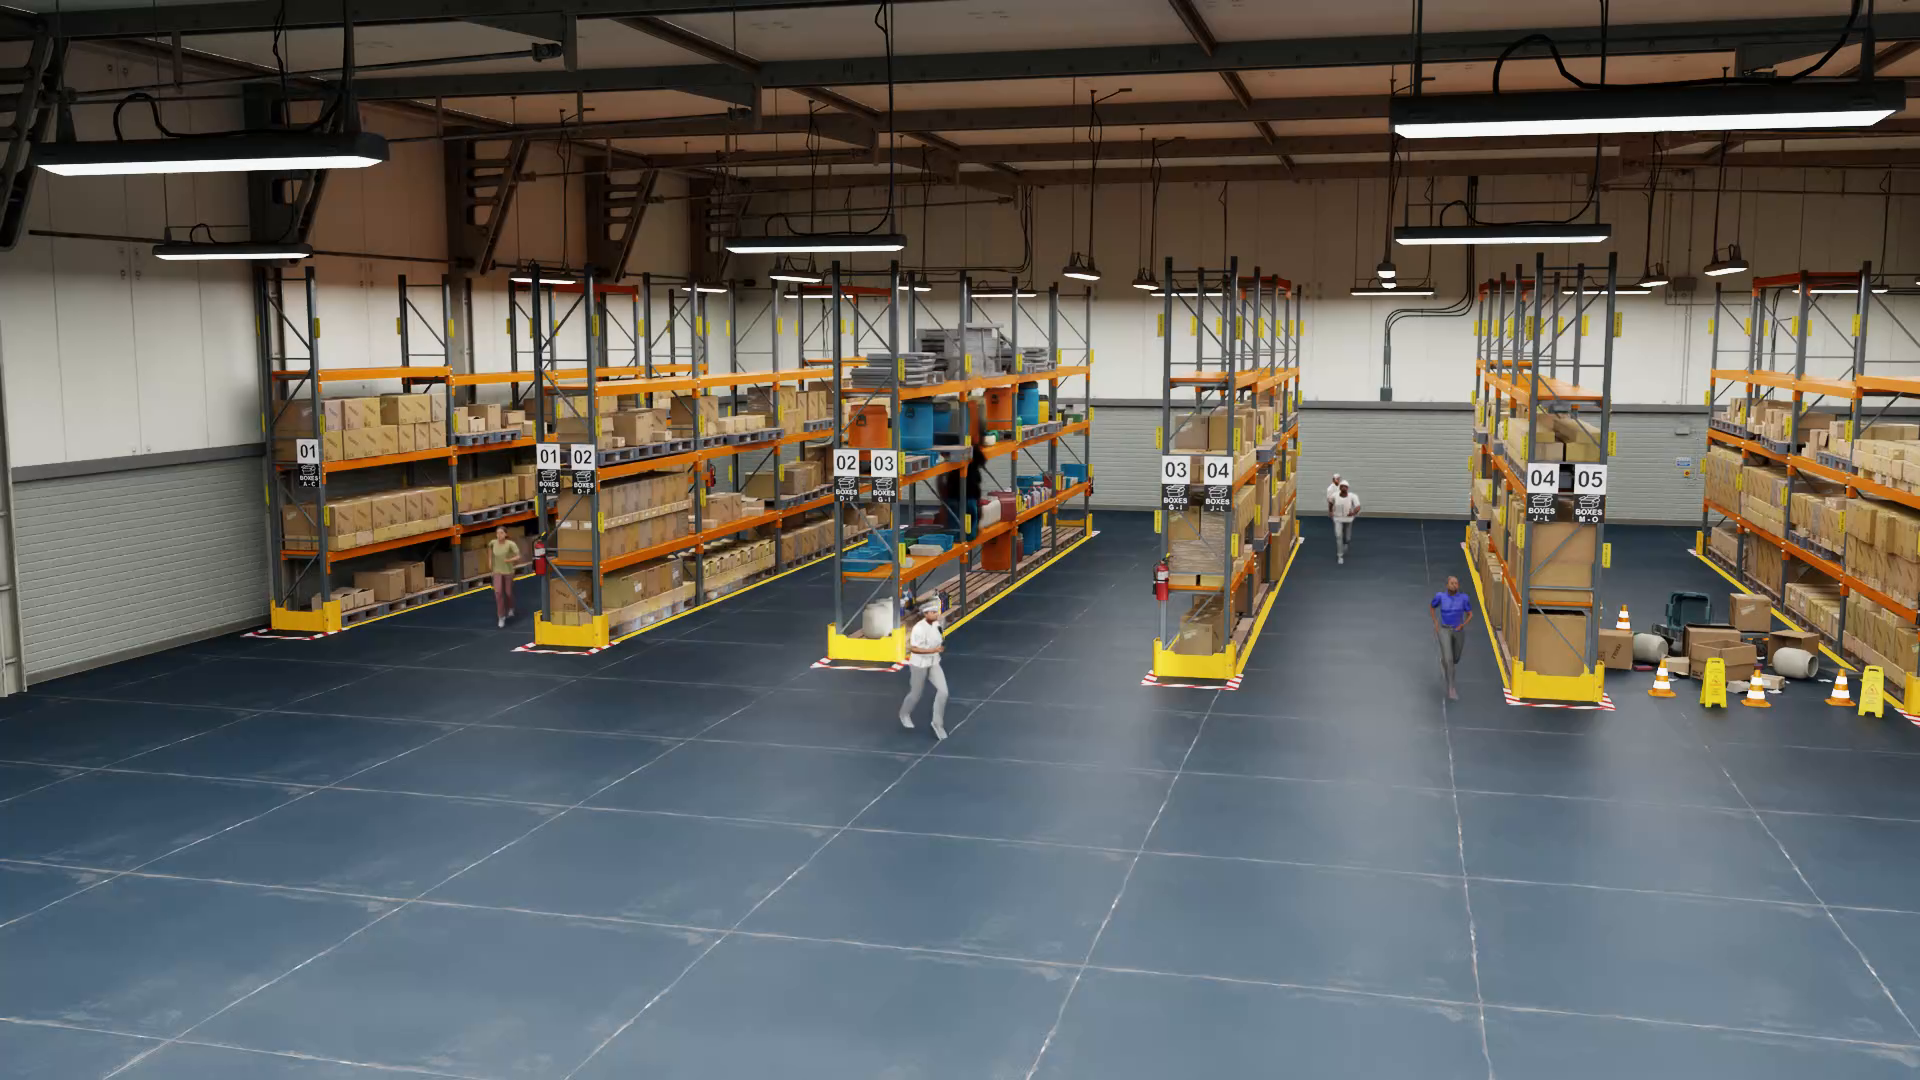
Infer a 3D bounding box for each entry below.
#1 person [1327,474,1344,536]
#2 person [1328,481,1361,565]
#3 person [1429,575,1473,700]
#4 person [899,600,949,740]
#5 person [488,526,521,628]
[{"bbox_3d":[8.944,-0.768,39.206,0.592,1.594,0.545,-2,8,-16],"label":"person"},{"bbox_3d":[8.302,-0.407,35.925,0.666,1.775,1.141,1,7,10],"label":"person"},{"bbox_3d":[6.783,1.309,22.965,0.539,1.673,1.074,0,7,0],"label":"person"},{"bbox_3d":[-0.456,1.579,20.564,0.599,1.735,0.845,-7,10,-44],"label":"person"},{"bbox_3d":[-7.762,0.589,28.357,0.599,1.690,0.977,0,7,-1],"label":"person"}]
